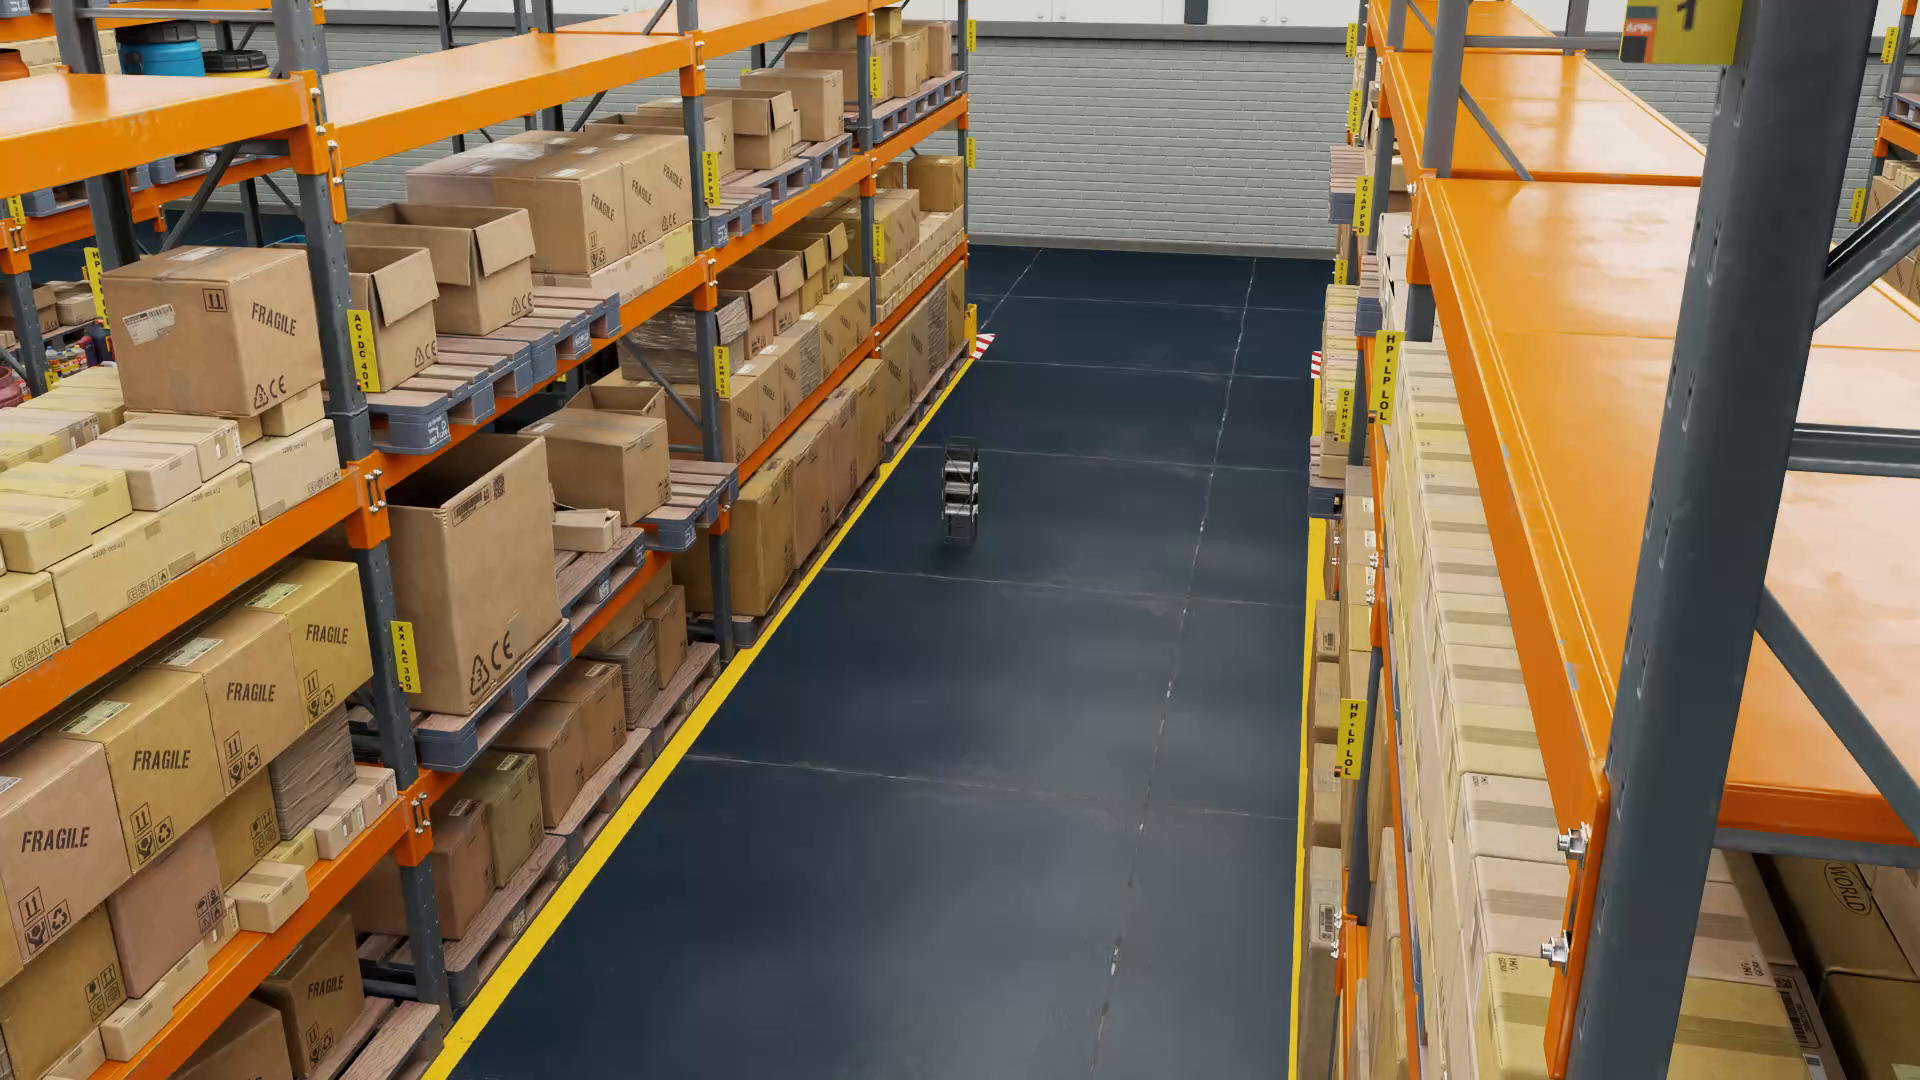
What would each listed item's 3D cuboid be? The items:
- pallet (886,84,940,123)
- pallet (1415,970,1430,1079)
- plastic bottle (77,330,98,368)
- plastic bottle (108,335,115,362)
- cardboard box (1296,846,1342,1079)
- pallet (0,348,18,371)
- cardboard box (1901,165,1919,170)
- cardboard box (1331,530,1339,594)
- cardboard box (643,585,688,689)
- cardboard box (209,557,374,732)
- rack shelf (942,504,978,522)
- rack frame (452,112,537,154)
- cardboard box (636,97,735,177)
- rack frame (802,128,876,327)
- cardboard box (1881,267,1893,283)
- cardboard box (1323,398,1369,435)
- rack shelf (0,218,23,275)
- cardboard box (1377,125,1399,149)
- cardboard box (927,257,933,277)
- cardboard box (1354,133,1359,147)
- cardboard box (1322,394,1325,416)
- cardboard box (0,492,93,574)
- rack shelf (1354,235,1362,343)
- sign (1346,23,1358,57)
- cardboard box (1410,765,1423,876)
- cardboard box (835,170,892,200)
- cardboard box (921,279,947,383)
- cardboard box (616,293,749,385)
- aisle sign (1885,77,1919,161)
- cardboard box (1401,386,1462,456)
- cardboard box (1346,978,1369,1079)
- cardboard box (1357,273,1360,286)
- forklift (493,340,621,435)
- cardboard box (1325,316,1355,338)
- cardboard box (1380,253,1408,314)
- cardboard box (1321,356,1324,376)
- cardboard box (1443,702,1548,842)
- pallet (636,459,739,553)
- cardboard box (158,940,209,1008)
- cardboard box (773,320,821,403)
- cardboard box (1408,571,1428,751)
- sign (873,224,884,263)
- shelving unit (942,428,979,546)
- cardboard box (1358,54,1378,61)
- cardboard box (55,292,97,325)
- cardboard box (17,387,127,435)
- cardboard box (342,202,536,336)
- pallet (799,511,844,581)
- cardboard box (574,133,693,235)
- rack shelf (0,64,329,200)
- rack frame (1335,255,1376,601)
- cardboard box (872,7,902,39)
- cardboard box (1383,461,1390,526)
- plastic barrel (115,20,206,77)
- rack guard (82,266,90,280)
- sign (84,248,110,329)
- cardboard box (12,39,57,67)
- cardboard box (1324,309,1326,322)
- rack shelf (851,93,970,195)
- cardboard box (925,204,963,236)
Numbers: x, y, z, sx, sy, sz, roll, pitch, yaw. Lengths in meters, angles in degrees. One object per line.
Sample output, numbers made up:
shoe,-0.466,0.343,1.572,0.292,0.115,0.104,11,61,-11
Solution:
pallet,-0.804,-4.163,15.810,1.003,0.211,1.213,4,22,11
pallet,1.295,1.111,2.712,1.003,0.211,1.213,4,22,11
plastic bottle,-6.999,-1.529,13.321,0.061,0.283,0.133,4,22,11
plastic bottle,-6.820,-1.585,13.462,0.061,0.283,0.133,4,22,11
cardboard box,2.009,1.886,7.135,1.050,0.750,0.750,4,22,11
pallet,-10.788,-1.784,17.531,1.003,0.211,1.213,4,22,11
cardboard box,8.958,-3.378,15.417,0.380,0.149,0.250,5,22,12
cardboard box,2.670,0.155,10.764,0.500,0.250,0.500,4,22,10
cardboard box,-2.165,0.595,10.648,0.700,0.500,0.500,3,22,8
cardboard box,-2.687,0.393,6.522,0.500,0.500,0.500,4,22,11
rack shelf,0.002,-0.223,13.303,0.258,0.077,0.200,4,22,11
rack frame,-5.265,-3.910,19.078,1.000,3.000,0.127,4,22,11
cardboard box,-1.904,-2.790,11.586,0.500,0.500,0.500,6,23,14
rack frame,-1.232,-2.070,14.508,1.000,3.000,0.127,4,22,11
cardboard box,8.831,-2.483,15.400,0.500,0.500,0.500,4,22,10
cardboard box,2.438,-0.760,10.234,0.380,0.149,0.250,4,22,9
rack shelf,-7.305,-1.311,9.571,1.077,0.370,4.000,4,22,11
cardboard box,2.705,-2.341,10.008,0.396,0.266,0.258,4,22,11
cardboard box,-0.478,-2.702,16.414,0.380,0.149,0.250,5,22,12
cardboard box,3.439,-3.177,13.442,0.500,0.250,0.500,5,22,12
cardboard box,2.597,-0.909,11.002,0.380,0.149,0.250,5,22,11
cardboard box,-2.912,-0.028,5.089,0.380,0.149,0.250,6,23,13
rack shelf,3.195,-1.981,11.235,1.077,0.370,4.000,4,22,11
sign,3.888,-4.956,16.489,0.100,0.325,0.005,4,22,11
cardboard box,1.150,0.606,3.490,0.380,0.149,0.250,5,22,11
cardboard box,-0.980,-3.421,16.662,0.500,0.500,0.500,4,22,9
cardboard box,-0.654,-2.169,17.036,0.875,0.875,0.875,4,22,11
cardboard box,-1.883,-1.385,11.331,0.797,0.503,0.637,5,23,13
aisle sign,9.016,-4.032,15.899,0.394,0.787,0.004,4,22,11
cardboard box,1.461,-0.322,4.725,0.380,0.149,0.250,4,22,10
cardboard box,1.591,1.729,4.876,0.875,0.550,0.550,4,22,11
cardboard box,3.425,-2.038,13.896,0.500,0.500,0.500,4,22,11
forklift,-3.478,-1.614,13.467,1.130,2.935,3.031,6,23,14
cardboard box,2.861,-1.519,12.119,0.380,0.149,0.250,4,22,10
cardboard box,2.217,-1.164,7.667,0.500,0.311,0.500,4,22,10
cardboard box,2.863,-1.246,12.237,0.380,0.149,0.250,3,22,9
cardboard box,1.047,0.419,2.886,0.380,0.149,0.250,5,22,12
pallet,-2.089,-0.249,10.244,1.213,0.211,1.003,4,22,11
cardboard box,-2.924,1.527,5.914,0.380,0.149,0.250,4,22,11
cardboard box,-1.375,-1.369,12.635,0.500,0.500,0.500,5,22,11
cardboard box,1.290,0.282,3.760,0.500,0.250,0.500,5,22,11
sign,-0.699,-2.532,14.213,0.100,0.325,0.005,4,22,11
shelving unit,0.002,-0.420,13.223,0.258,0.900,0.210,4,22,11
cardboard box,3.787,-4.289,15.002,0.380,0.149,0.250,5,23,13
cardboard box,-10.206,-2.655,19.053,0.500,0.250,0.500,4,22,11
cardboard box,-3.220,-0.453,6.145,0.380,0.149,0.250,3,22,8
cardboard box,-2.480,-1.287,7.849,0.797,0.503,0.637,5,23,13
pallet,-1.563,-0.041,13.203,1.003,0.211,1.213,4,22,11
cardboard box,-1.901,-2.083,9.723,0.500,0.500,0.500,5,22,12
rack shelf,-3.273,-0.860,4.442,1.077,0.370,4.000,4,22,11
rack frame,2.787,-0.192,9.845,1.000,3.000,0.127,4,22,11
cardboard box,-0.838,-4.822,15.492,0.500,0.250,0.500,4,22,9
cardboard box,1.563,-0.138,5.336,0.380,0.149,0.250,4,22,10
plastic barrel,-6.279,-3.630,13.134,0.600,0.901,0.708,4,22,11
rack guard,-10.129,-3.102,20.417,1.175,0.500,0.348,4,22,11
sign,-3.409,-0.999,6.615,0.100,0.325,0.005,4,22,11
cardboard box,-10.176,-5.270,17.971,0.500,0.250,0.500,4,22,11
cardboard box,3.072,-1.762,13.120,0.380,0.149,0.250,5,22,12
rack shelf,-0.824,-3.859,15.898,1.077,0.370,4.000,4,22,11
cardboard box,-0.255,-3.404,17.623,0.500,0.250,0.500,4,22,10
